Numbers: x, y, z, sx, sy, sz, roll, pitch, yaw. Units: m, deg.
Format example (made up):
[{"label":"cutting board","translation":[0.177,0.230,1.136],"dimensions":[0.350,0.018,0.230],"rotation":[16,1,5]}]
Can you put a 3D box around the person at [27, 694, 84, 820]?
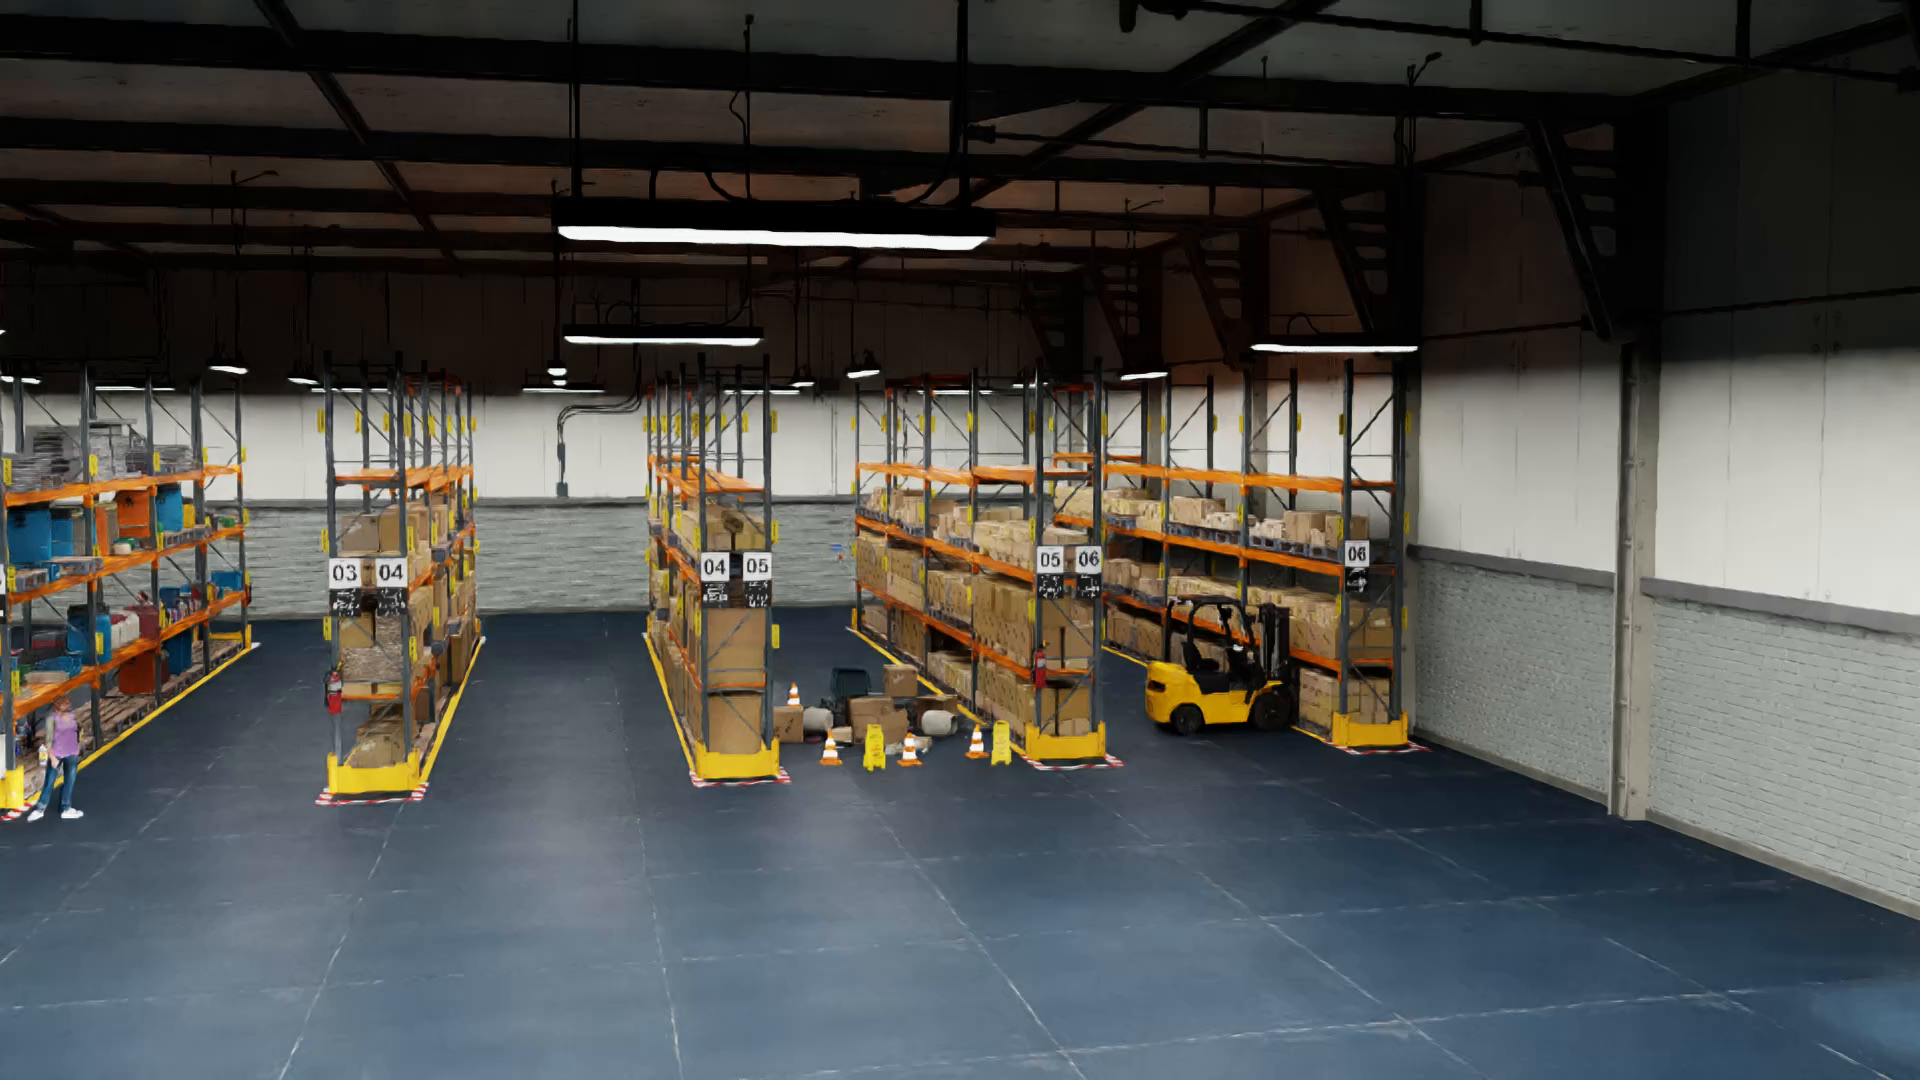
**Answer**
[{"label":"person","translation":[-11.481,2.749,21.044],"dimensions":[0.430,1.592,0.584],"rotation":[2,4,25]}]

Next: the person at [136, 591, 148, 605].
[{"label":"person","translation":[-16.911,1.812,34.595],"dimensions":[0.439,1.542,0.848],"rotation":[0,4,4]}]
